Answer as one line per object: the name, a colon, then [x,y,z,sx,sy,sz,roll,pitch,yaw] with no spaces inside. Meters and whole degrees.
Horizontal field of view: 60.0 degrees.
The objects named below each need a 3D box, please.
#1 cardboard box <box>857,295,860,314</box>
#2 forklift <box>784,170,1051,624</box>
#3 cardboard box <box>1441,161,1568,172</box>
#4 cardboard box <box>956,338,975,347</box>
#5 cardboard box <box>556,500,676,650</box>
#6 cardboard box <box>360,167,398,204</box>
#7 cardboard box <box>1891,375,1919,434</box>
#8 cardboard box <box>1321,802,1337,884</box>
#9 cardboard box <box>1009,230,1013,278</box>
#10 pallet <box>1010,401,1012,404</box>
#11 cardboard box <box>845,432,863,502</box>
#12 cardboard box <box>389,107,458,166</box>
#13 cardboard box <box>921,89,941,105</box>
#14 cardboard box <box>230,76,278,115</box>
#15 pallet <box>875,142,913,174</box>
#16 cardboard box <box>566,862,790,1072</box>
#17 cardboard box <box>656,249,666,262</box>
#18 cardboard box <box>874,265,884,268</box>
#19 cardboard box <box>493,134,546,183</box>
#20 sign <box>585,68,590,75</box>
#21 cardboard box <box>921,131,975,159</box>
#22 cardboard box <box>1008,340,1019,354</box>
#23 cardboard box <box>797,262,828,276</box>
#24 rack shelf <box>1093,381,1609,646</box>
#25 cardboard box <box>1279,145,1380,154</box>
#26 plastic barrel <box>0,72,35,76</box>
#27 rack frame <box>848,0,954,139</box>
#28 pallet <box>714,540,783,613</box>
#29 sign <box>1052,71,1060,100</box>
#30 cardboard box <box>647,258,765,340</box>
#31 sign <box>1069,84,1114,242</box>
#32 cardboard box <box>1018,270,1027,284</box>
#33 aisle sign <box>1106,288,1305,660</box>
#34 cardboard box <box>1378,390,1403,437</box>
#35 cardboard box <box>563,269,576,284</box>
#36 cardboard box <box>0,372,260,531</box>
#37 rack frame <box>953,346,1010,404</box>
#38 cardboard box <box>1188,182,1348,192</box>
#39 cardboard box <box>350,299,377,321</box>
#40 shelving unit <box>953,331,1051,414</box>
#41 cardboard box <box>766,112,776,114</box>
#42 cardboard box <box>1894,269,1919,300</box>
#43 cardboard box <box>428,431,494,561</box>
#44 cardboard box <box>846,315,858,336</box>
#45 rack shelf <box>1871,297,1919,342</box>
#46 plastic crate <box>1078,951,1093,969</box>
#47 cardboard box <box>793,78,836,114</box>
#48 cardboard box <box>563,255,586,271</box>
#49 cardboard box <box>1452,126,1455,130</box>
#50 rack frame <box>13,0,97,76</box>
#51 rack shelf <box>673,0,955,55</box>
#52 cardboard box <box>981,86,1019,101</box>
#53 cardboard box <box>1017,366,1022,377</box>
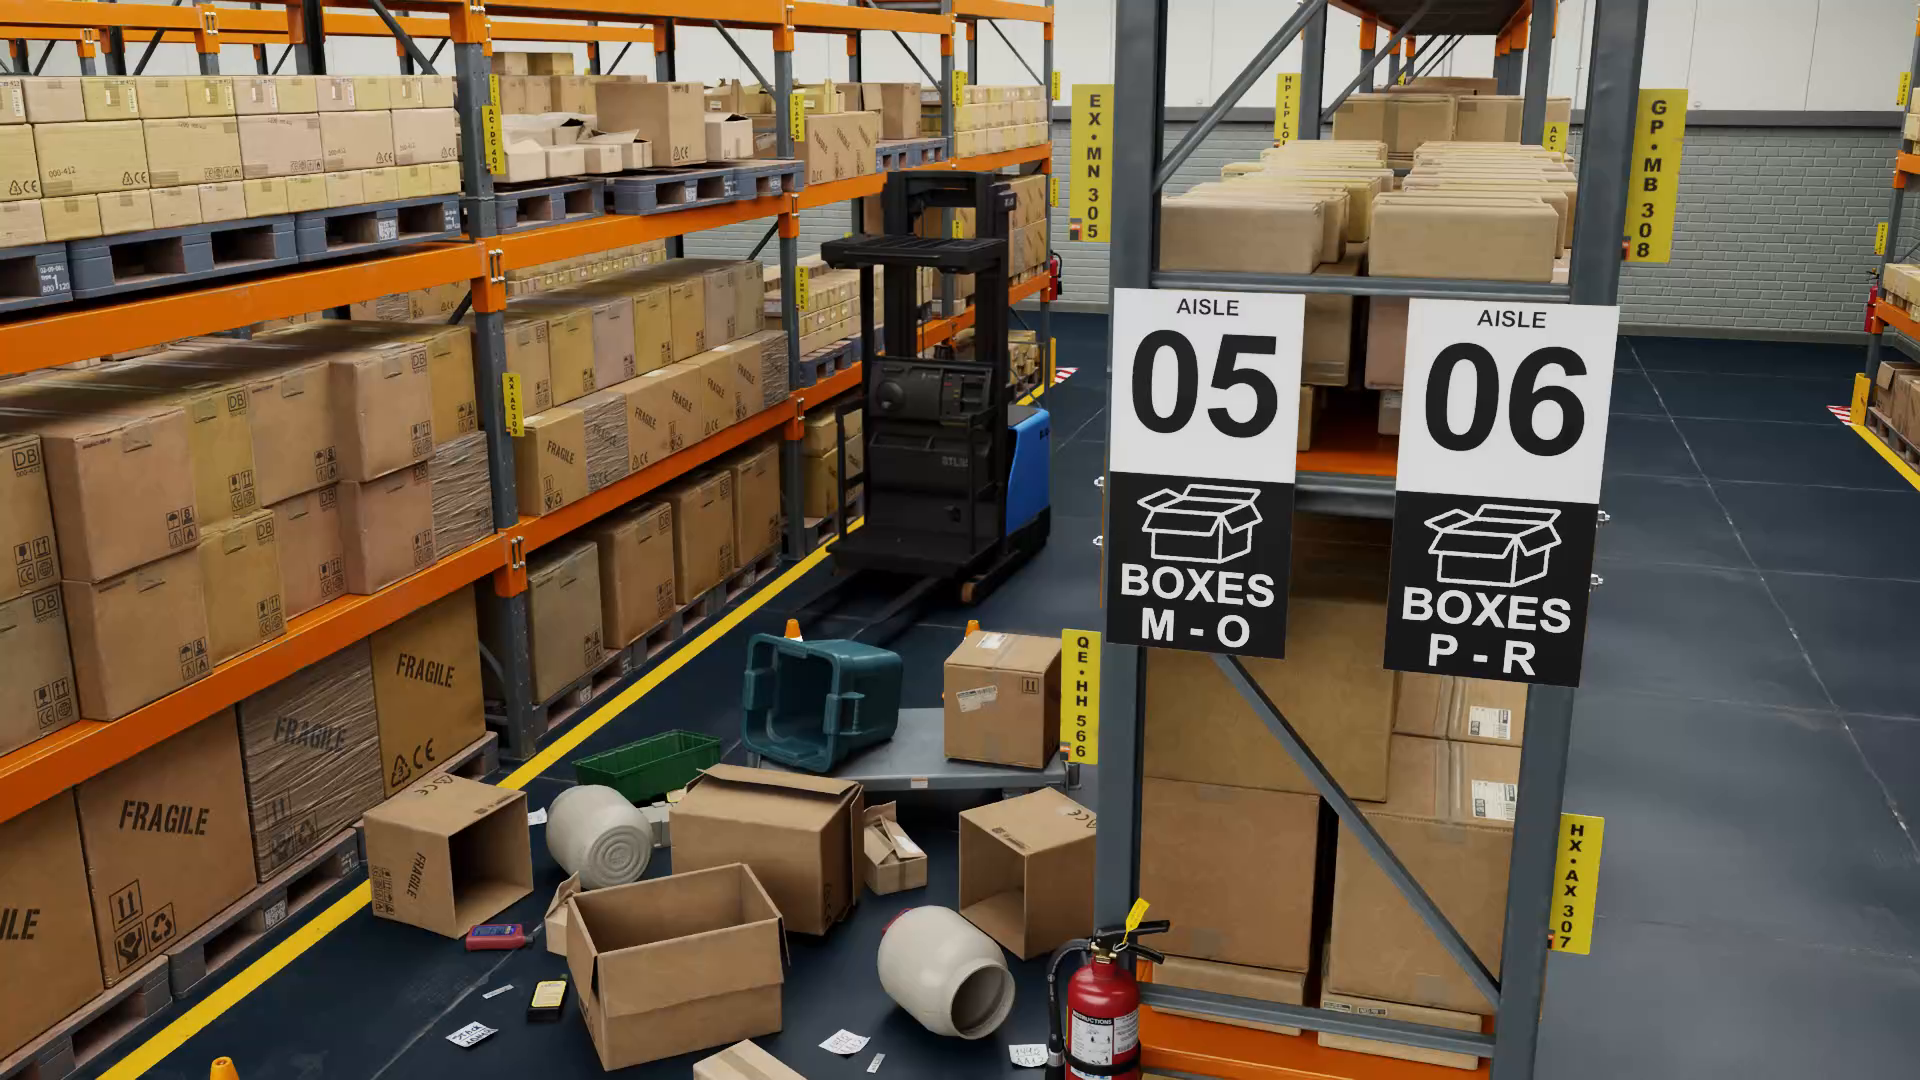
cardboard box: [-0.997,-2.001,14.032,0.380,0.149,0.250,4,16,15]
forklift: [-0.289,-1.081,11.768,1.130,2.935,3.031,6,17,20]
cardboard box: [1.716,-1.118,5.275,0.380,0.149,0.250,5,17,17]
cardboard box: [-0.042,-2.219,19.020,0.380,0.149,0.250,4,16,13]
cardboard box: [-2.461,0.177,10.563,1.050,0.750,0.750,5,16,16]
cardboard box: [-2.769,-1.601,7.486,0.380,0.149,0.250,5,17,17]
cardboard box: [9.571,-1.306,16.250,0.700,0.500,0.500,5,17,18]
cardboard box: [0.846,0.637,4.860,0.500,0.500,0.500,5,16,16]
cardboard box: [0.263,-3.078,17.955,0.500,0.500,0.500,5,17,19]
pallet: [-0.053,-1.532,18.345,1.003,0.211,1.213,5,16,16]
cardboard box: [-1.107,-0.625,13.848,0.500,0.500,0.500,5,17,17]
cardboard box: [-2.722,-1.898,7.802,0.500,0.250,0.500,4,16,15]
cardboard box: [-0.240,-4.236,15.897,0.380,0.149,0.250,4,16,15]
cardboard box: [-2.986,-1.788,6.684,0.380,0.149,0.250,4,16,15]
pallet: [-1.124,-3.303,14.325,1.213,0.211,1.003,5,16,16]
cardboard box: [-1.119,1.667,6.530,0.797,0.503,0.637,-7,17,-23]
cardboard box: [-3.931,-3.593,20.961,0.380,0.149,0.250,5,17,17]
cardboard box: [-0.781,-2.352,14.724,0.380,0.149,0.250,4,16,14]
cardboard box: [-2.418,-2.049,8.854,0.258,0.266,0.396,4,16,15]
sign: [-4.676,-5.779,20.963,0.100,0.325,0.005,5,16,16]
cardboard box: [-0.170,-3.847,16.172,0.500,0.250,0.500,5,17,19]
cardboard box: [0.461,-2.178,18.877,0.380,0.149,0.250,4,16,14]
cardboard box: [-1.402,-2.403,14.904,0.380,0.149,0.250,4,16,15]
rack shelf: [1.378,-0.498,5.411,1.077,0.370,4.000,5,16,16]
cardboard box: [1.414,-1.435,6.393,0.380,0.149,0.250,4,16,14]
plastic barrel: [-10.095,-4.651,17.620,0.600,0.588,0.600,0,16,0]
rack frame: [-0.555,-5.261,15.387,1.000,3.000,0.127,5,16,16]
pallet: [-1.988,0.213,12.190,1.003,0.211,1.213,5,16,16]
sign: [1.108,-5.242,19.195,0.100,0.325,0.005,5,16,16]
cardboard box: [-1.829,-1.741,11.955,0.700,0.500,0.500,5,16,16]
sign: [0.283,-0.796,3.517,0.100,0.325,0.005,5,16,16]
cardboard box: [0.546,-2.996,18.856,0.380,0.149,0.250,5,17,17]
aisle sign: [0.514,-0.135,3.545,0.394,0.787,0.004,5,16,16]
cardboard box: [1.204,-0.338,3.986,0.380,0.149,0.250,4,16,14]
cardboard box: [-4.584,-2.990,18.836,0.380,0.149,0.250,4,16,15]
cardboard box: [-3.440,-0.357,6.838,0.875,0.550,0.500,5,16,16]
rack frame: [0.160,-0.797,13.391,0.500,1.500,0.032,6,17,20]
cardboard box: [0.787,-0.828,4.254,0.380,0.149,0.250,4,16,15]
cardboard box: [-5.733,-2.163,15.276,0.500,0.500,0.500,4,16,15]
shelving unit: [0.344,-0.926,13.847,0.538,1.500,1.048,6,17,20]
cardboard box: [-1.644,-3.121,13.155,0.500,0.500,0.500,5,16,16]
cardboard box: [9.586,-2.521,16.452,0.500,0.250,0.500,5,17,16]
cardboard box: [-2.922,-0.257,8.463,0.875,0.550,0.550,5,16,16]
cardboard box: [-1.070,-1.793,13.843,0.380,0.149,0.250,5,17,18]
rack shelf: [9.548,-1.811,15.535,1.077,0.370,4.000,5,16,16]
plastic crate: [0.714,1.827,6.741,0.402,0.080,0.583,-1,16,-3]
cardboard box: [-1.166,-3.407,12.762,0.396,0.266,0.258,5,16,16]
cardboard box: [-4.609,-3.225,18.934,0.500,0.250,0.500,5,17,17]
cardboard box: [2.804,-2.215,9.962,0.700,0.500,0.500,5,16,16]
rack frame: [-10.031,-6.056,18.191,1.000,3.000,0.127,5,16,16]
rack shelf: [-1.123,-4.200,13.695,1.077,0.370,4.000,5,16,16]
cardboard box: [0.432,-4.852,18.069,0.380,0.149,0.250,4,16,15]
cardboard box: [0.498,-1.961,19.200,0.380,0.149,0.250,5,16,16]
